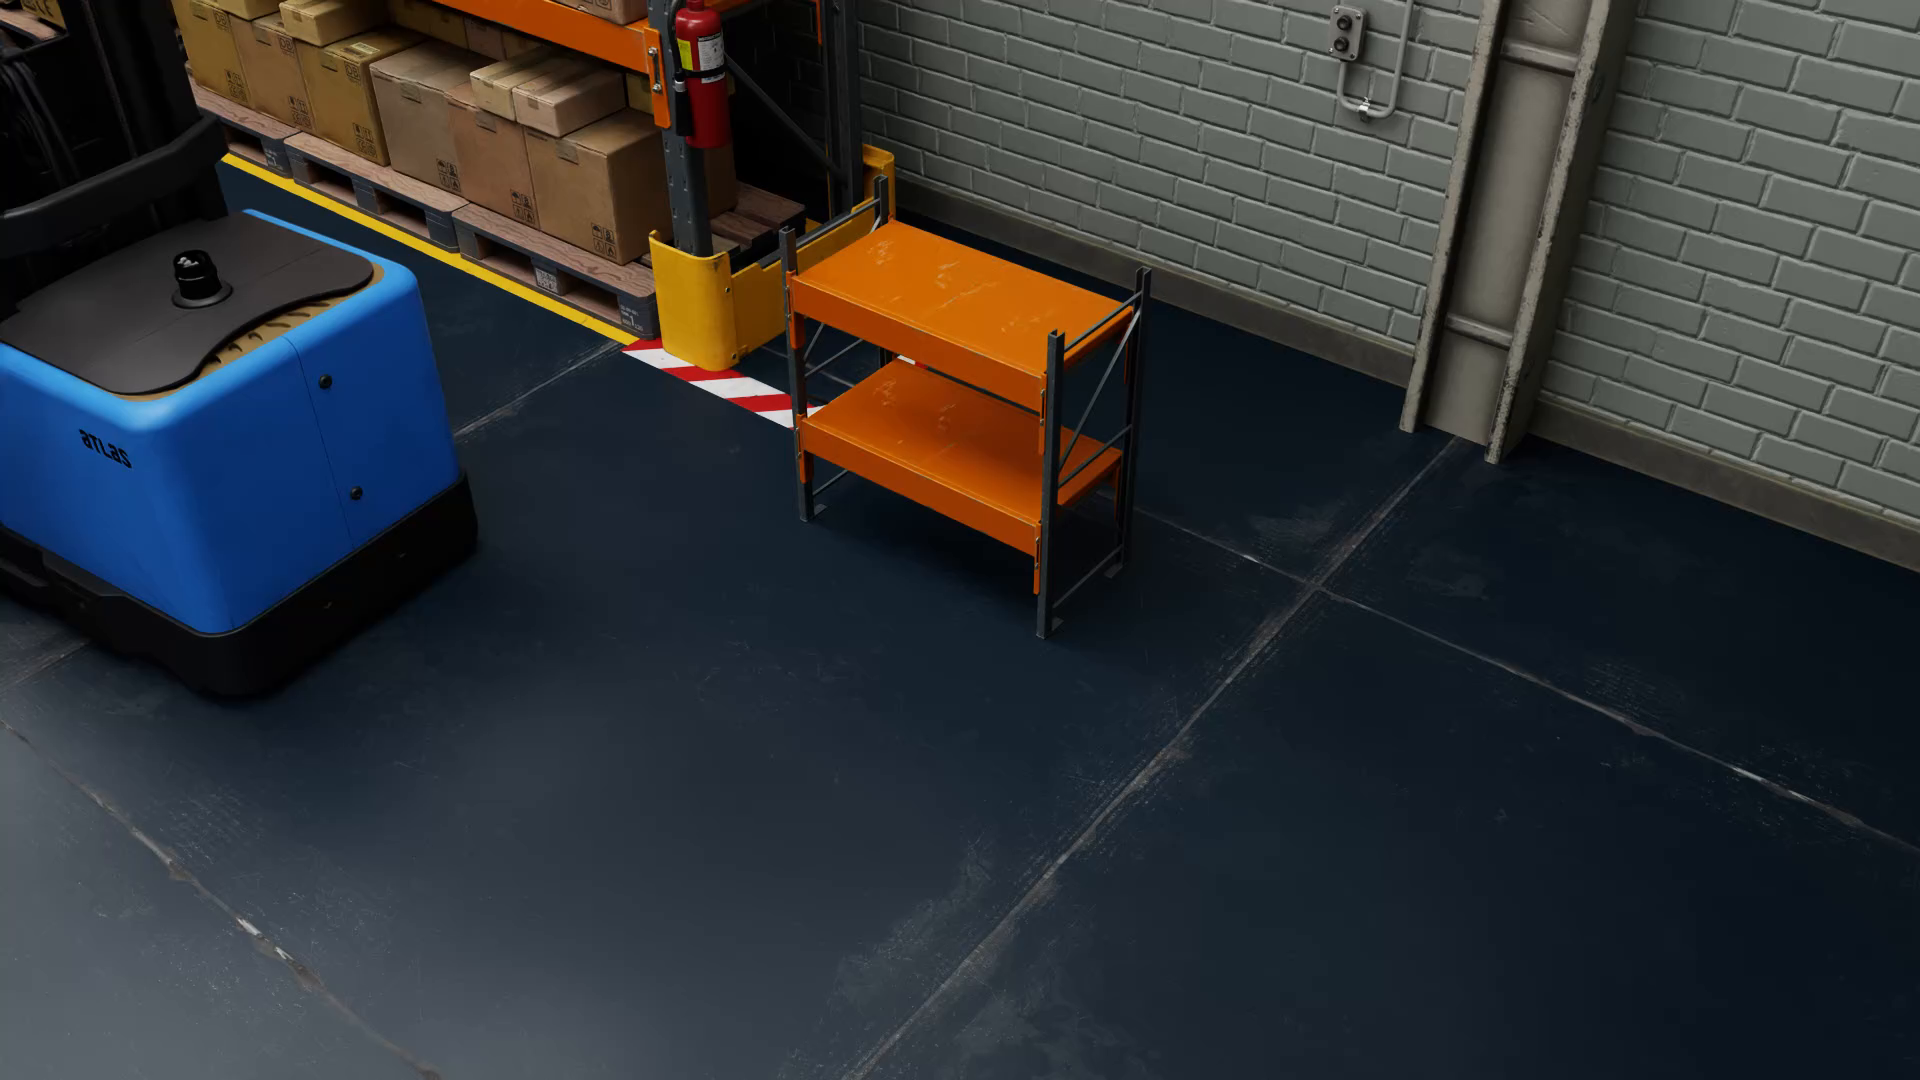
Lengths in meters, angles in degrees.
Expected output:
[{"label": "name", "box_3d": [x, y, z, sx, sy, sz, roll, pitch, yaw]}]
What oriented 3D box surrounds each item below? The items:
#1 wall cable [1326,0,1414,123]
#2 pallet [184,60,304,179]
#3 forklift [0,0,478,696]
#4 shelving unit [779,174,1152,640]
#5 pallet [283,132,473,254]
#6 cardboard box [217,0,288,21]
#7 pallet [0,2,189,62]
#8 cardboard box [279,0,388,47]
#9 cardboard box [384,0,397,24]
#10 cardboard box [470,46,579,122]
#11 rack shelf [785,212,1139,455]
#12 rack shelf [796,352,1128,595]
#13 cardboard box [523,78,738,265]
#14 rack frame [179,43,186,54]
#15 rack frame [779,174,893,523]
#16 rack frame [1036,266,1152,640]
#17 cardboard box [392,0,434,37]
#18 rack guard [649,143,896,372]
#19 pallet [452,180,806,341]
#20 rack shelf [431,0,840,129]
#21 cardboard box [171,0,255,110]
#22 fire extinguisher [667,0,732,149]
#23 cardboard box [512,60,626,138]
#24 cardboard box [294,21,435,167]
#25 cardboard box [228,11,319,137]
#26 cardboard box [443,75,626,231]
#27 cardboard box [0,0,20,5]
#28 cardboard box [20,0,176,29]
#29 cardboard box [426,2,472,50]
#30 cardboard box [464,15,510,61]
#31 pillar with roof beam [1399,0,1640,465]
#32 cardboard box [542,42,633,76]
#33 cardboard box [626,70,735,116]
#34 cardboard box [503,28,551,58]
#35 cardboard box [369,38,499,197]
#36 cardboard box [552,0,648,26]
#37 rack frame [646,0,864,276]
[{"label": "wall cable", "box_3d": [0.831, -2.576, 5.783, 1.851, 1.984, 0.084, 25, 45, 29]}, {"label": "pallet", "box_3d": [-3.381, -2.269, 8.477, 1.213, 0.211, 1.003, 25, 45, 29]}, {"label": "forklift", "box_3d": [-3.163, -1.372, 5.125, 3.031, 2.935, 1.130, 21, 43, 25]}, {"label": "shelving unit", "box_3d": [0.005, -0.440, 5.400, 1.048, 1.125, 0.538, 25, 45, 29]}, {"label": "pallet", "box_3d": [-2.408, -1.813, 7.894, 1.213, 0.211, 1.003, 25, 45, 29]}, {"label": "cardboard box", "box_3d": [-3.245, -2.579, 7.772, 0.250, 0.149, 0.380, 27, 45, 30]}, {"label": "pallet", "box_3d": [-4.596, -2.844, 9.212, 1.213, 0.211, 1.003, 25, 45, 29]}, {"label": "cardboard box", "box_3d": [-2.830, -2.384, 7.522, 0.250, 0.149, 0.380, 24, 44, 27]}, {"label": "cardboard box", "box_3d": [-2.571, -2.558, 7.745, 0.250, 0.149, 0.380, 26, 45, 29]}, {"label": "cardboard box", "box_3d": [-1.793, -1.896, 6.900, 0.250, 0.149, 0.380, 26, 45, 30]}, {"label": "rack shelf", "box_3d": [0.005, -0.671, 5.220, 1.000, 0.278, 0.538, 25, 45, 29]}, {"label": "rack shelf", "box_3d": [0.005, -0.248, 5.551, 1.000, 0.278, 0.538, 25, 45, 29]}, {"label": "cardboard box", "box_3d": [-1.377, -1.587, 7.030, 0.500, 0.500, 0.700, 25, 45, 29]}, {"label": "rack frame", "box_3d": [-3.938, -3.690, 8.030, 0.127, 3.000, 1.000, 25, 45, 29]}, {"label": "rack frame", "box_3d": [-0.398, -0.631, 5.643, 0.032, 1.125, 0.500, 25, 45, 29]}, {"label": "rack frame", "box_3d": [0.409, -0.250, 5.157, 0.032, 1.125, 0.500, 25, 45, 29]}, {"label": "cardboard box", "box_3d": [-2.365, -2.462, 7.622, 0.250, 0.149, 0.380, 24, 44, 28]}, {"label": "rack guard", "box_3d": [-0.741, -1.199, 6.876, 0.348, 0.500, 1.175, 25, 45, 29]}, {"label": "pallet", "box_3d": [-1.443, -1.355, 7.310, 1.213, 0.211, 1.003, 25, 45, 29]}, {"label": "rack shelf", "box_3d": [-2.349, -2.658, 7.295, 4.000, 0.370, 1.077, 25, 45, 29]}, {"label": "cardboard box", "box_3d": [-3.406, -2.541, 8.250, 0.500, 0.500, 0.700, 26, 45, 29]}, {"label": "fire extinguisher", "box_3d": [-0.921, -1.733, 5.895, 0.183, 0.674, 0.296, 25, 45, 29]}, {"label": "cardboard box", "box_3d": [-1.590, -1.801, 6.778, 0.250, 0.149, 0.380, 25, 44, 28]}, {"label": "cardboard box", "box_3d": [-2.602, -2.158, 7.760, 0.500, 0.500, 0.700, 26, 45, 30]}, {"label": "cardboard box", "box_3d": [-3.009, -2.351, 8.007, 0.500, 0.500, 0.700, 25, 44, 28]}, {"label": "cardboard box", "box_3d": [-1.775, -1.774, 7.270, 0.500, 0.500, 0.700, 25, 45, 28]}, {"label": "cardboard box", "box_3d": [-5.241, -3.521, 9.217, 0.750, 0.750, 0.750, 27, 45, 30]}, {"label": "cardboard box", "box_3d": [-4.533, -3.189, 8.793, 0.750, 0.750, 0.750, 26, 45, 29]}, {"label": "cardboard box", "box_3d": [-2.164, -2.367, 7.501, 0.250, 0.149, 0.380, 26, 45, 29]}, {"label": "cardboard box", "box_3d": [-1.960, -2.271, 7.379, 0.250, 0.149, 0.380, 26, 45, 29]}, {"label": "pillar with roof beam", "box_3d": [-0.706, -1.859, 0.825, 0.400, 9.000, 9.100, 25, 45, 29]}, {"label": "cardboard box", "box_3d": [-1.559, -2.082, 7.137, 0.250, 0.149, 0.380, 25, 45, 29]}, {"label": "cardboard box", "box_3d": [-1.156, -1.893, 6.896, 0.250, 0.149, 0.380, 26, 45, 29]}, {"label": "cardboard box", "box_3d": [-1.758, -2.176, 7.257, 0.250, 0.149, 0.380, 26, 45, 29]}, {"label": "cardboard box", "box_3d": [-2.175, -1.962, 7.510, 0.500, 0.500, 0.700, 24, 44, 27]}, {"label": "cardboard box", "box_3d": [-1.172, -2.497, 6.262, 0.700, 0.700, 0.980, 27, 46, 30]}, {"label": "rack frame", "box_3d": [-0.760, -2.192, 6.117, 0.127, 3.000, 1.000, 25, 45, 29]}]
